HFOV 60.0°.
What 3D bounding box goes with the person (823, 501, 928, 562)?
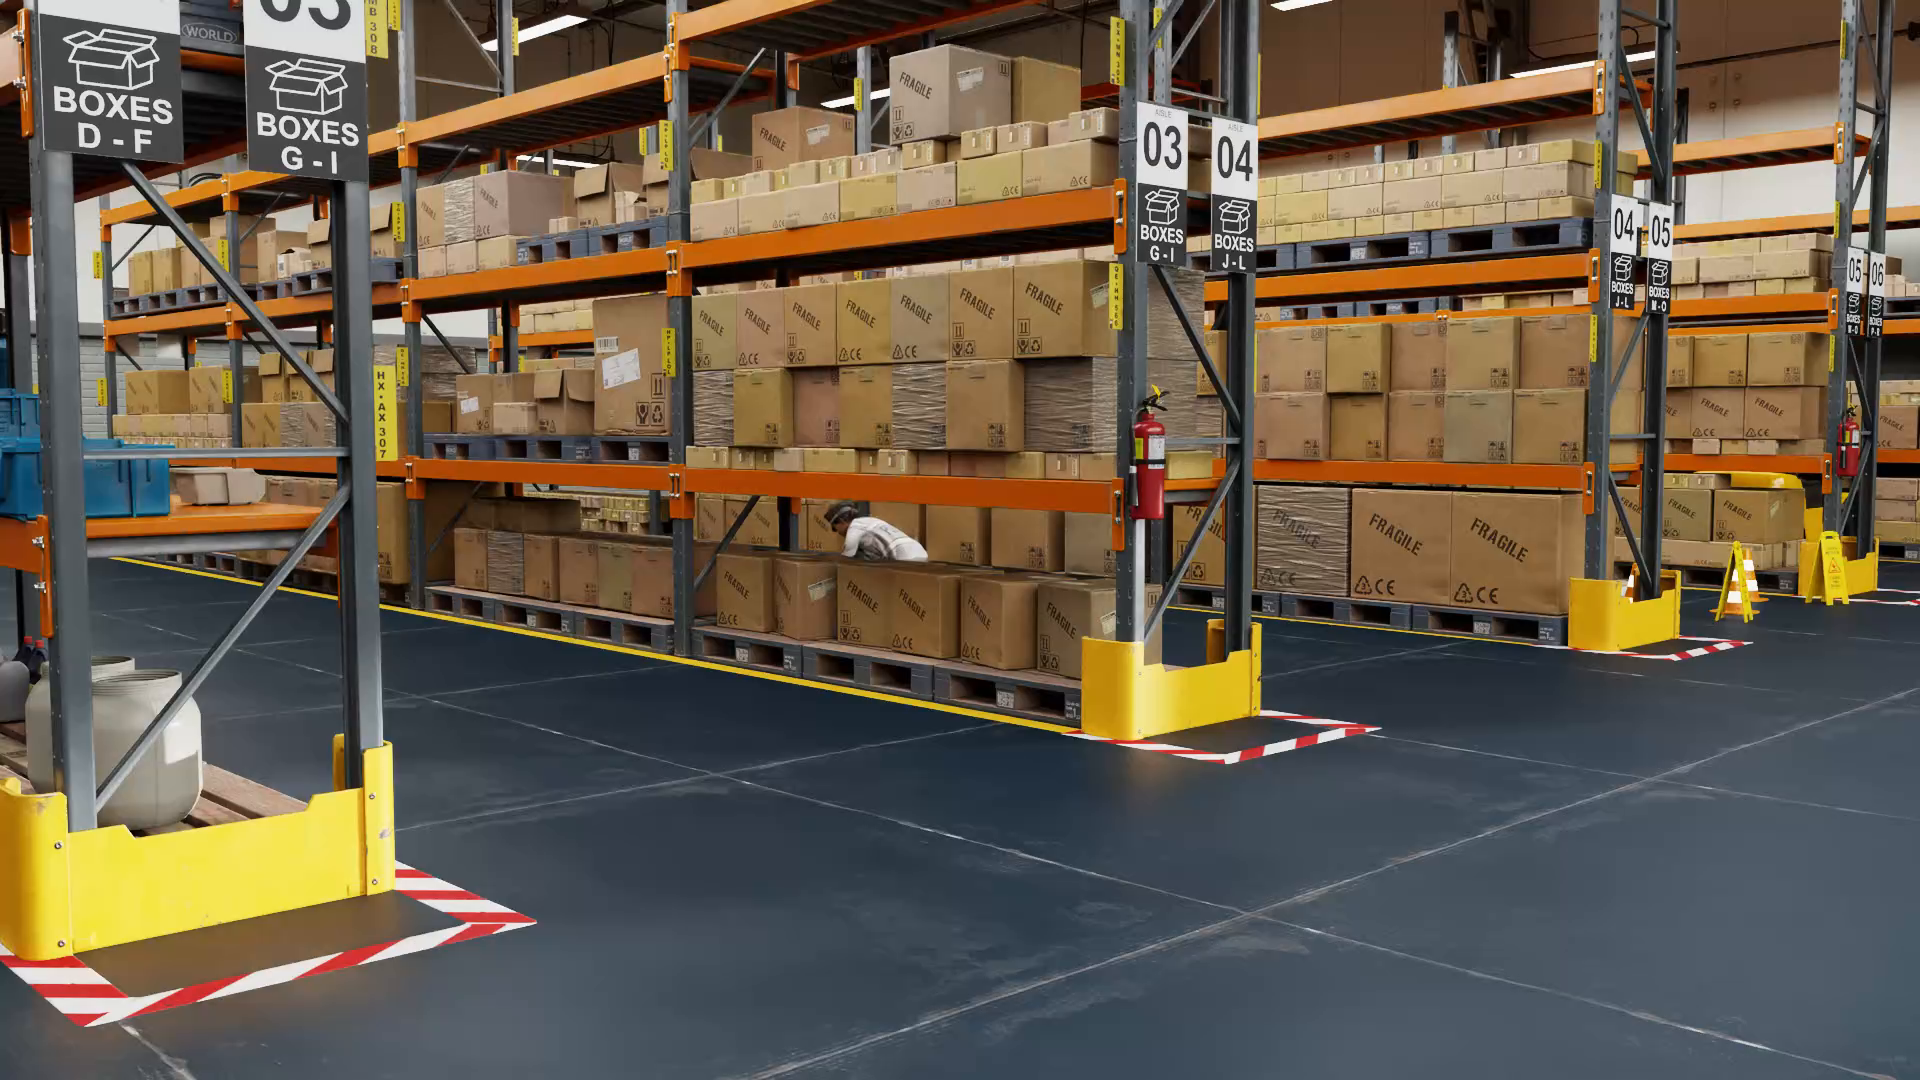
[{"bbox_3d":[-0.671,0.205,12.859,0.841,1.005,0.496,3,5,32],"label":"person"}]
